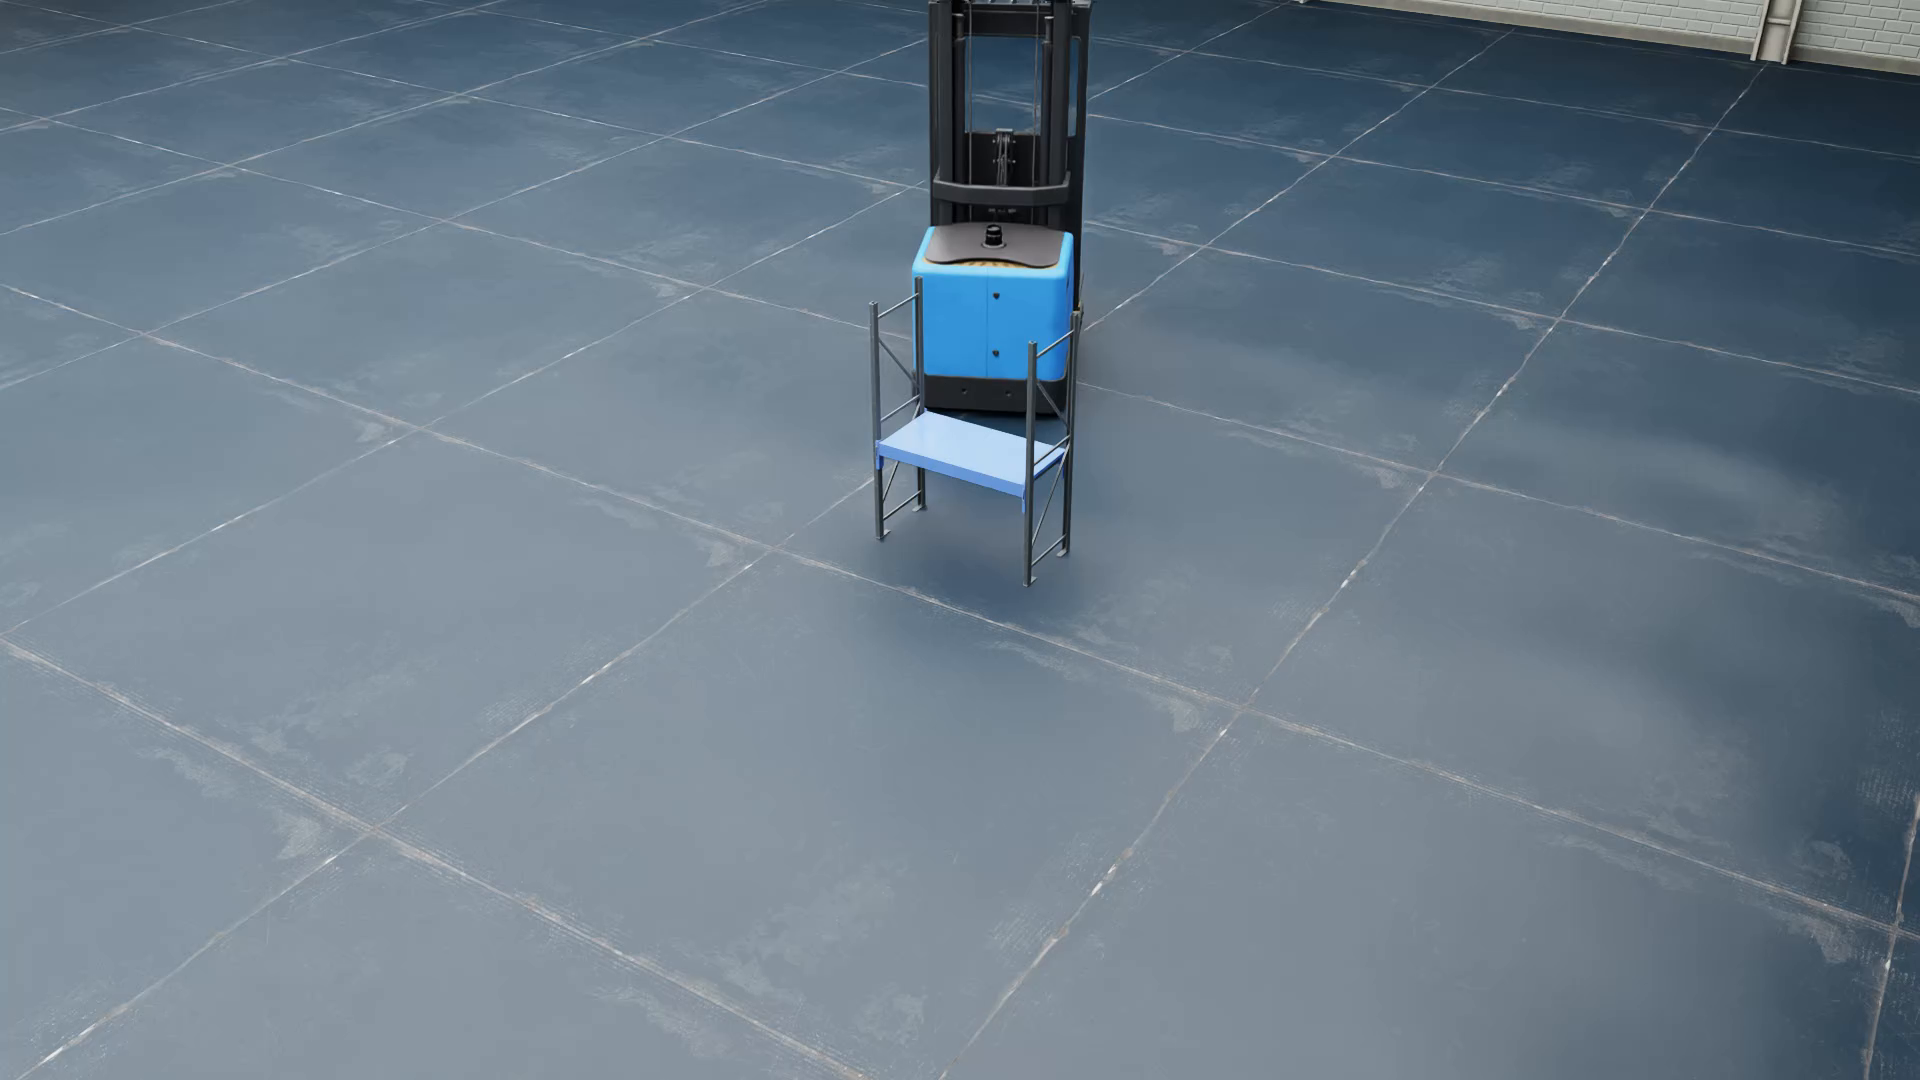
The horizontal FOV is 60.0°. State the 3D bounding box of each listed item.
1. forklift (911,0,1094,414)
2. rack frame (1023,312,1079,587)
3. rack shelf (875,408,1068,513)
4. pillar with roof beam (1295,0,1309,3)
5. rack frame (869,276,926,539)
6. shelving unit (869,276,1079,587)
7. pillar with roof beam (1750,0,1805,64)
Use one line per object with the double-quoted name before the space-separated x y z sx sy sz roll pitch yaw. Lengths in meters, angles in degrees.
"forklift" 0.360 -2.842 11.884 1.130 2.935 3.031 3 30 6
"rack frame" 0.503 -0.489 9.272 0.032 1.500 0.500 18 35 27
"rack shelf" 0.072 -0.470 9.596 1.000 0.185 0.538 18 35 27
"pillar with roof beam" 2.215 -9.342 17.006 0.400 9.000 9.100 18 35 27
"rack frame" -0.358 -0.761 9.739 0.032 1.500 0.500 18 35 27
"shelving unit" 0.072 -0.625 9.505 1.048 1.500 0.538 18 35 27
"pillar with roof beam" 7.297 -7.735 14.250 0.400 9.000 9.100 18 35 27
